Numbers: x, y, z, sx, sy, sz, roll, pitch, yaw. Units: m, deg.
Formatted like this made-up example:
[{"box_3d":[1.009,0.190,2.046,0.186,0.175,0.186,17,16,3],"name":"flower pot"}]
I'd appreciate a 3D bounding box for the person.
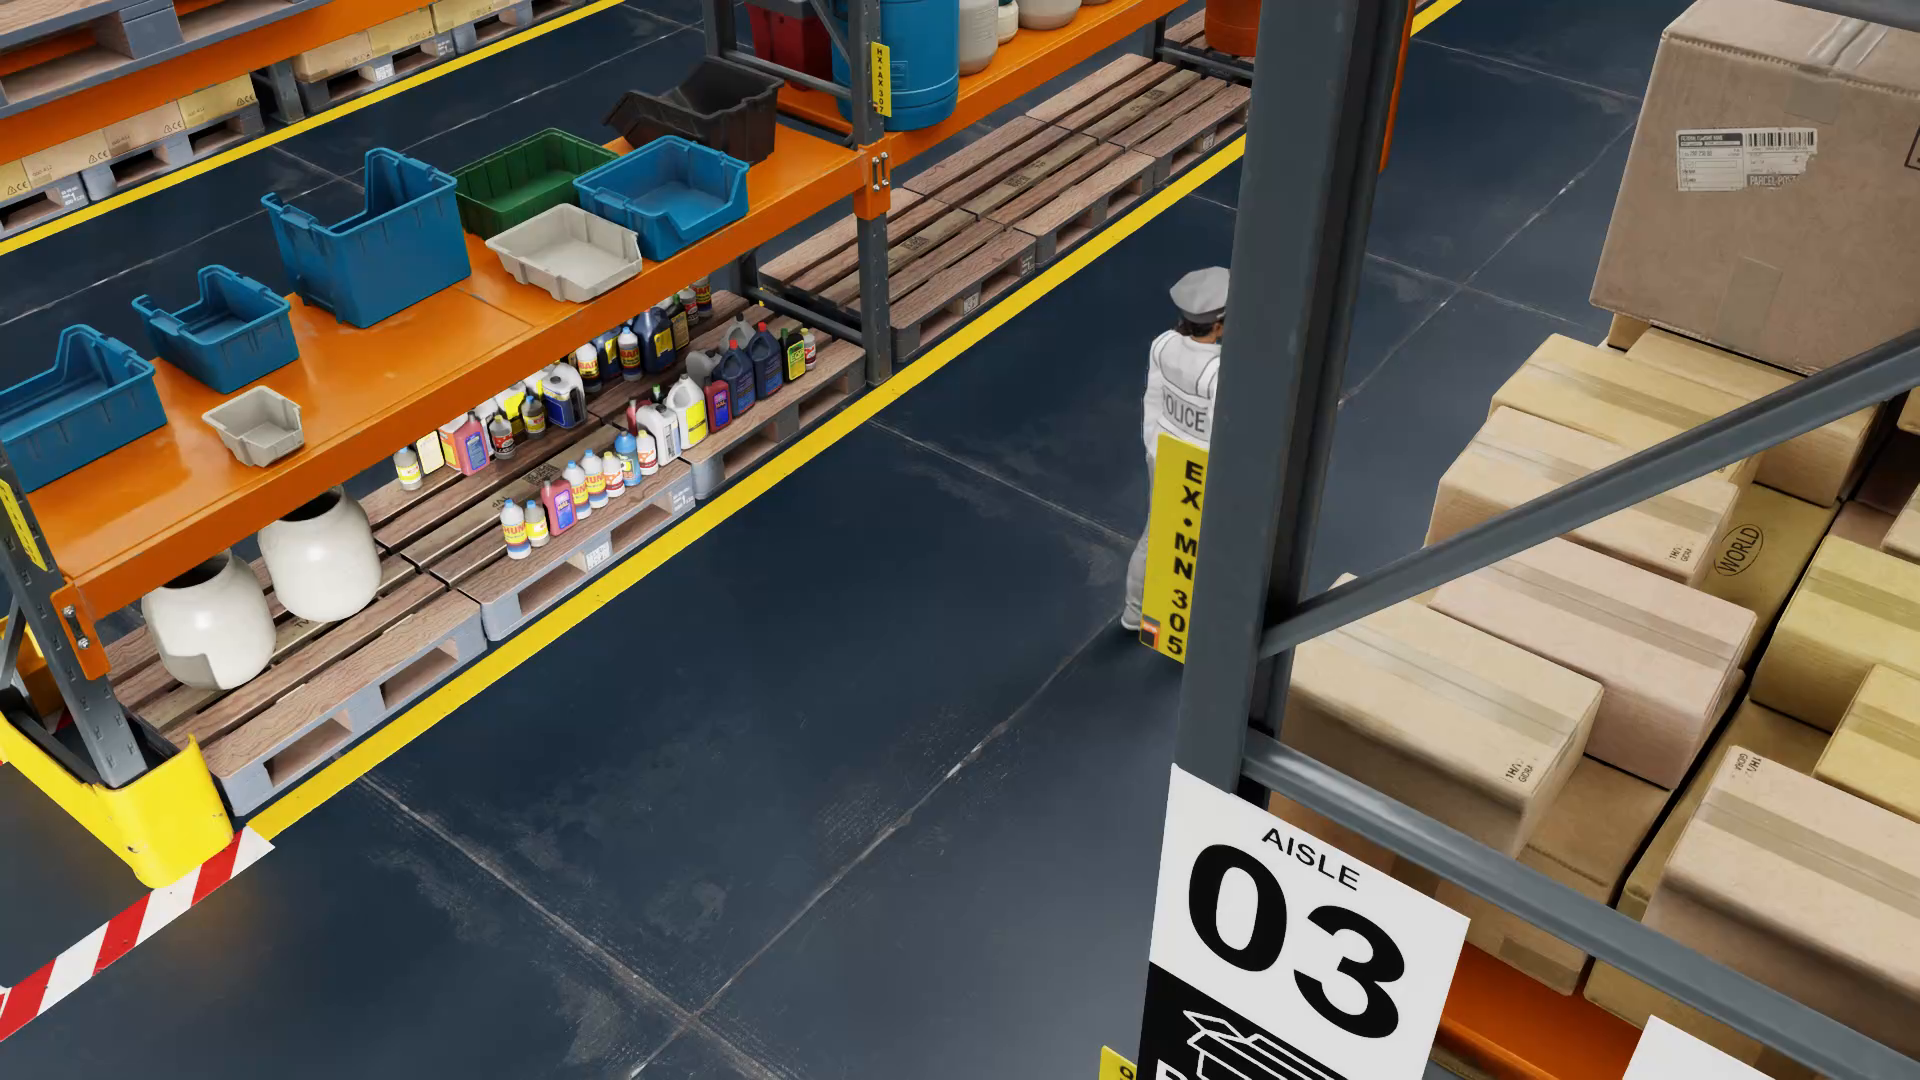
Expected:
[{"box_3d":[0.970,-0.318,6.523,0.545,1.673,0.495,-25,45,-28],"name":"person"}]
